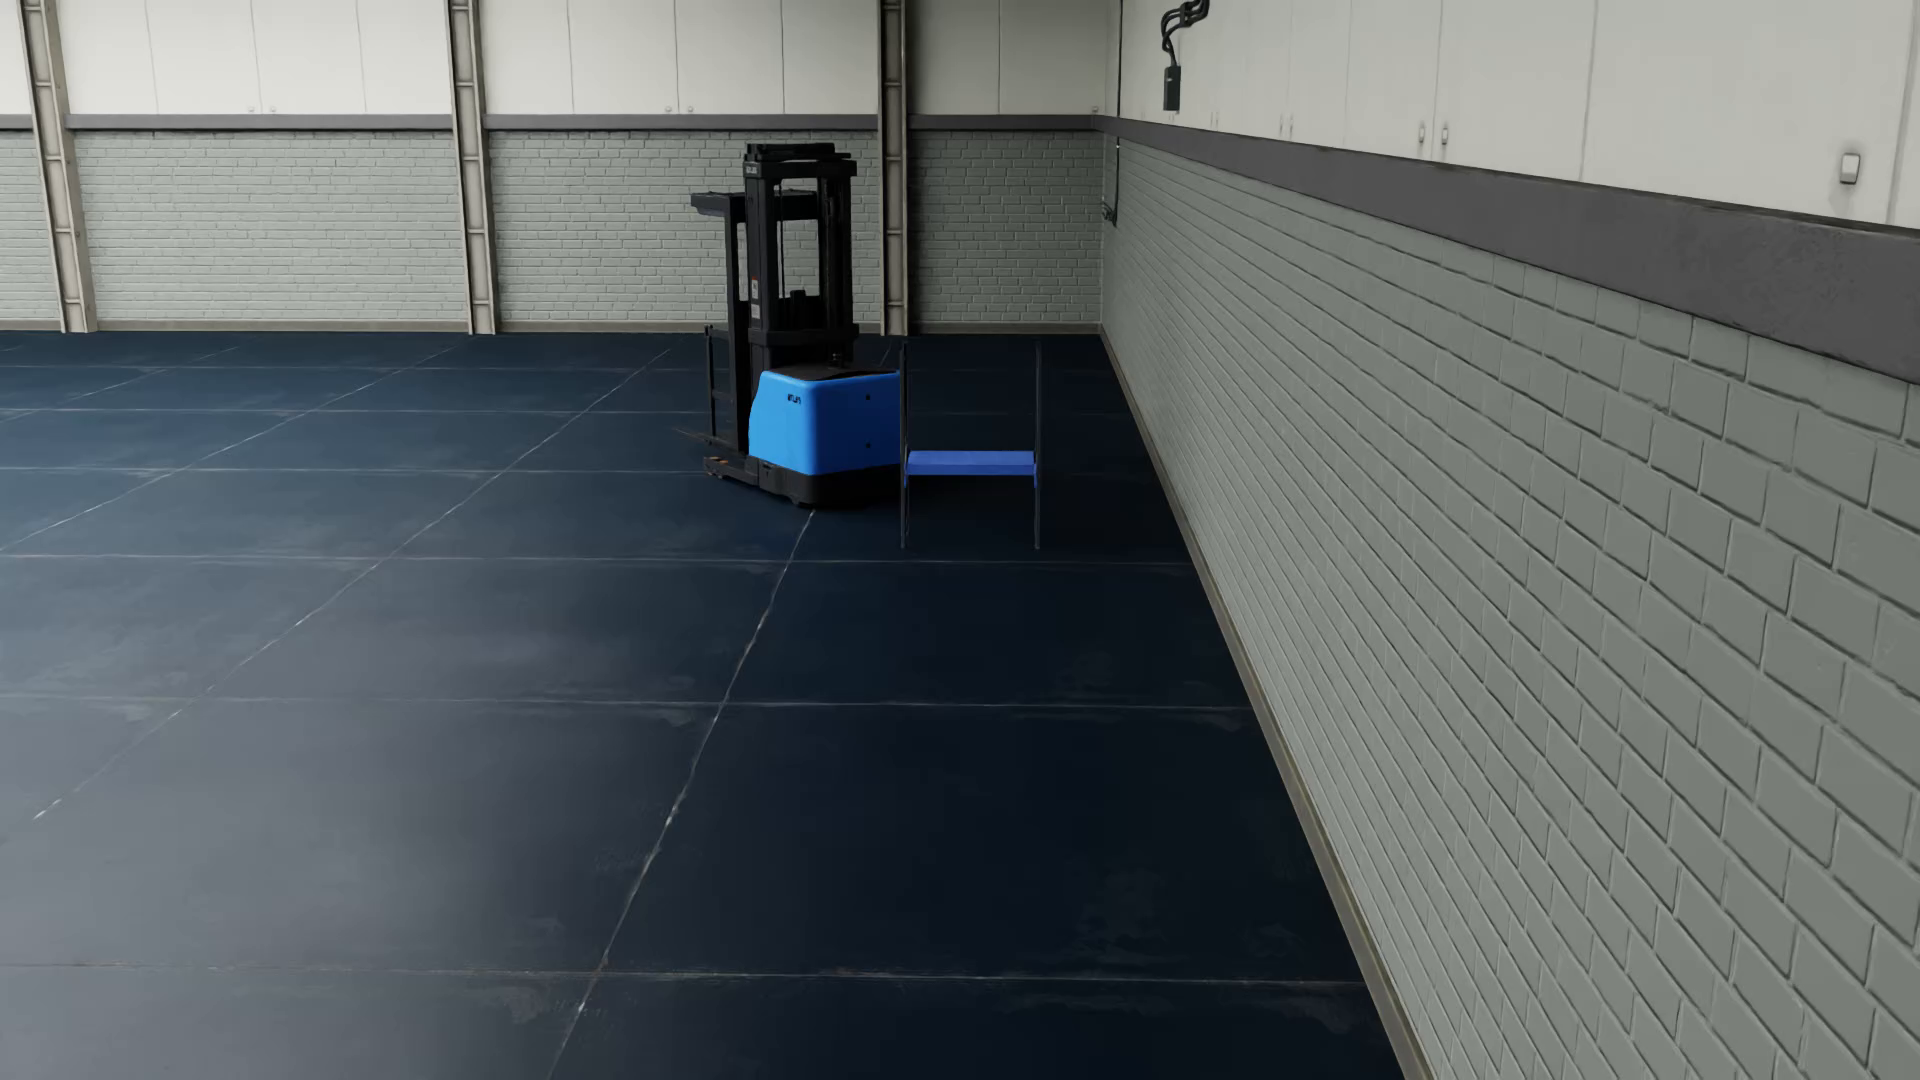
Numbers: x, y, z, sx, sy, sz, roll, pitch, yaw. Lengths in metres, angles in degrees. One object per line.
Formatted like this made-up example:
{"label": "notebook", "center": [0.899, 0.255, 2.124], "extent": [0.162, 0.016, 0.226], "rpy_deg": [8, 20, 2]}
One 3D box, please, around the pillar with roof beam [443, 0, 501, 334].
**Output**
{"label": "pillar with roof beam", "center": [-7.051, -6.281, 19.006], "extent": [0.400, 9.000, 9.100], "rpy_deg": [0, 15, 1]}

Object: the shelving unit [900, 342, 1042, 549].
{"label": "shelving unit", "center": [0.085, -0.725, 12.647], "extent": [1.048, 1.500, 0.538], "rpy_deg": [0, 15, 1]}

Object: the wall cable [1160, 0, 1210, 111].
{"label": "wall cable", "center": [1.710, -6.207, 12.058], "extent": [0.169, 6.003, 2.305], "rpy_deg": [0, 15, 1]}

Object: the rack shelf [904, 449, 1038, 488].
{"label": "rack shelf", "center": [0.085, -0.551, 12.692], "extent": [1.000, 0.185, 0.538], "rpy_deg": [0, 15, 1]}

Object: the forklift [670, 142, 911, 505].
{"label": "forklift", "center": [-1.672, -2.028, 14.781], "extent": [1.130, 2.935, 3.031], "rpy_deg": [-10, 18, -34]}

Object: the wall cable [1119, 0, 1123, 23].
{"label": "wall cable", "center": [1.899, -7.234, 18.805], "extent": [0.112, 2.526, 3.097], "rpy_deg": [0, 15, 1]}

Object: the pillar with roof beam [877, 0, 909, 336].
{"label": "pillar with roof beam", "center": [-1.053, -6.242, 18.858], "extent": [0.400, 9.000, 9.100], "rpy_deg": [0, 15, 1]}

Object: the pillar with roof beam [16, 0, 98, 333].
{"label": "pillar with roof beam", "center": [-13.049, -6.320, 19.154], "extent": [0.400, 9.000, 9.100], "rpy_deg": [0, 15, 1]}

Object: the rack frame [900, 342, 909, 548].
{"label": "rack frame", "center": [-0.423, -0.728, 12.659], "extent": [0.032, 1.500, 0.500], "rpy_deg": [0, 15, 1]}

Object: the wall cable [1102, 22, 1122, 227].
{"label": "wall cable", "center": [1.968, -5.482, 22.064], "extent": [0.112, 2.526, 3.097], "rpy_deg": [0, 15, 1]}

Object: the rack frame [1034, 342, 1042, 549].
{"label": "rack frame", "center": [0.593, -0.721, 12.634], "extent": [0.032, 1.500, 0.500], "rpy_deg": [0, 15, 1]}
